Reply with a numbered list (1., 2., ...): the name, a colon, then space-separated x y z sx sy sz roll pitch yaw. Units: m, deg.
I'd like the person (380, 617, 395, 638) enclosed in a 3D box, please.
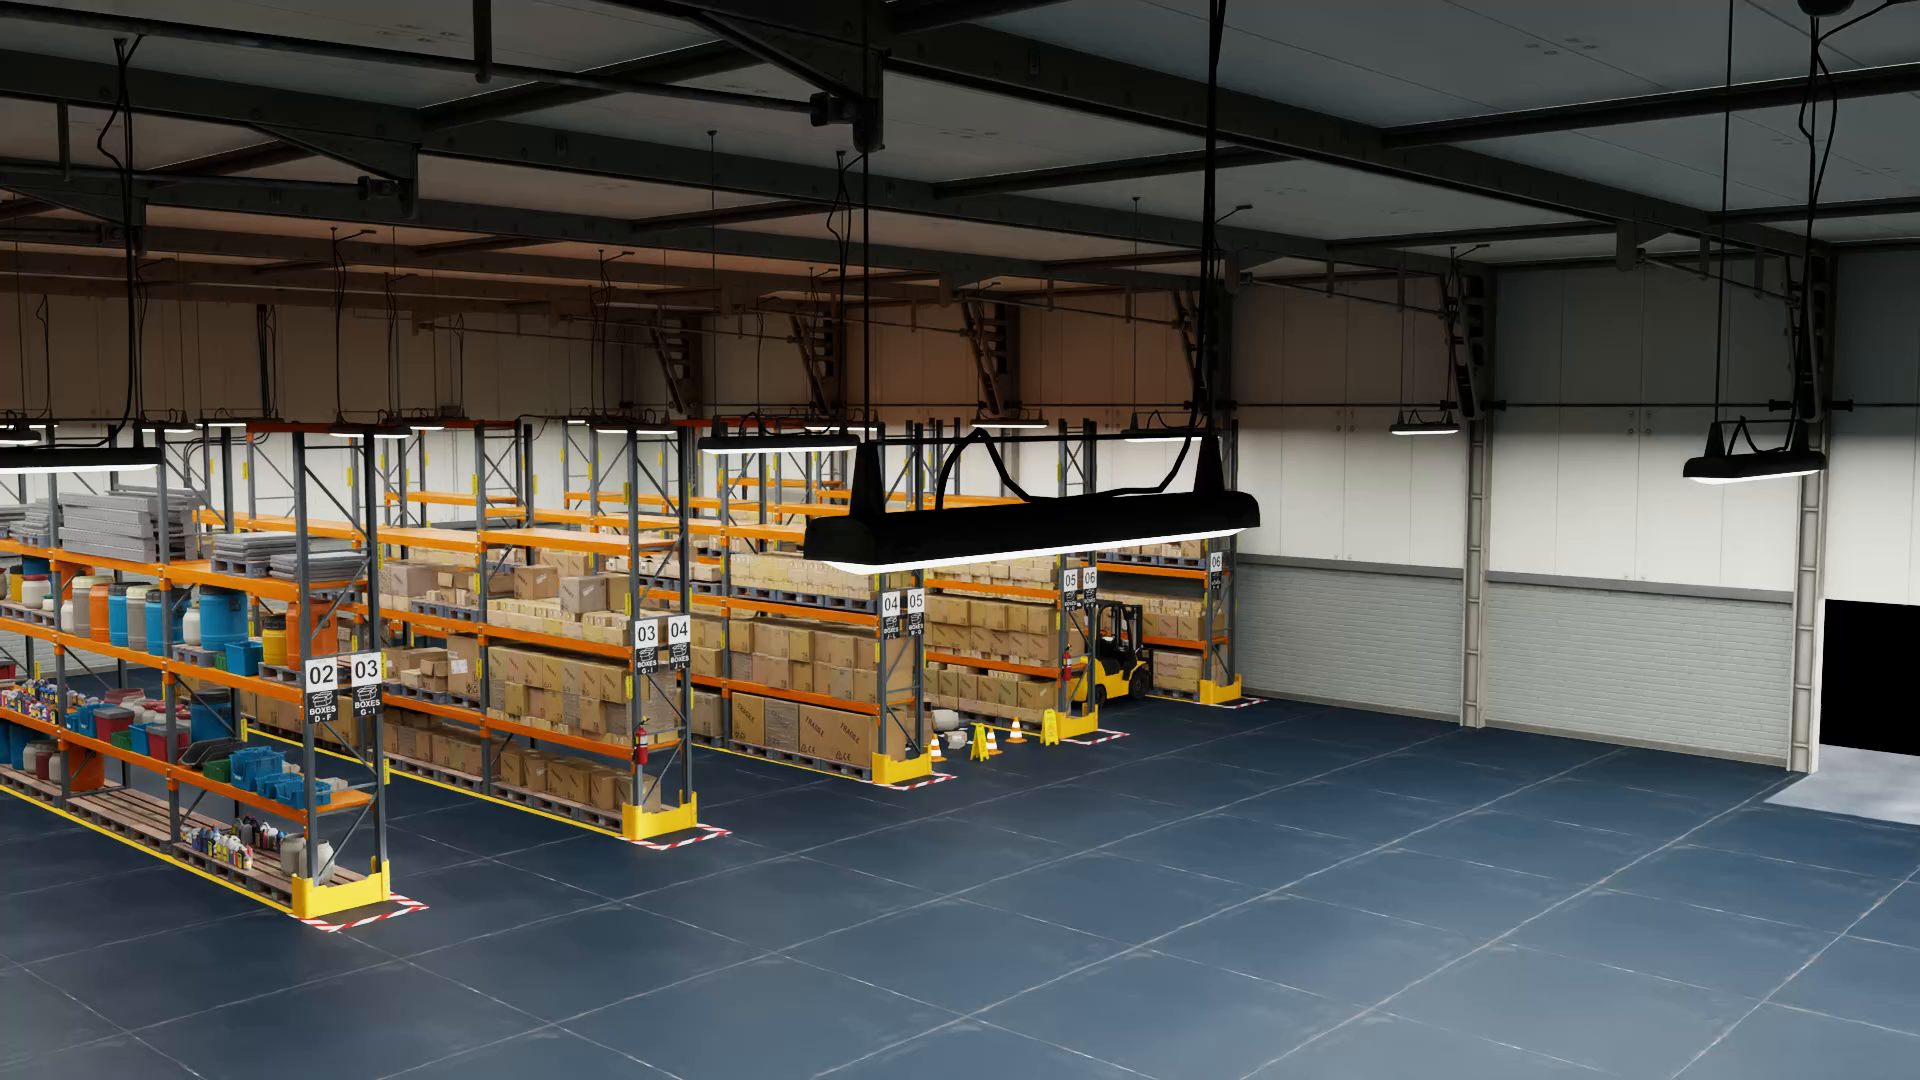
1. person: -14.686 1.972 42.771 0.555 1.709 0.583 1 5 7
